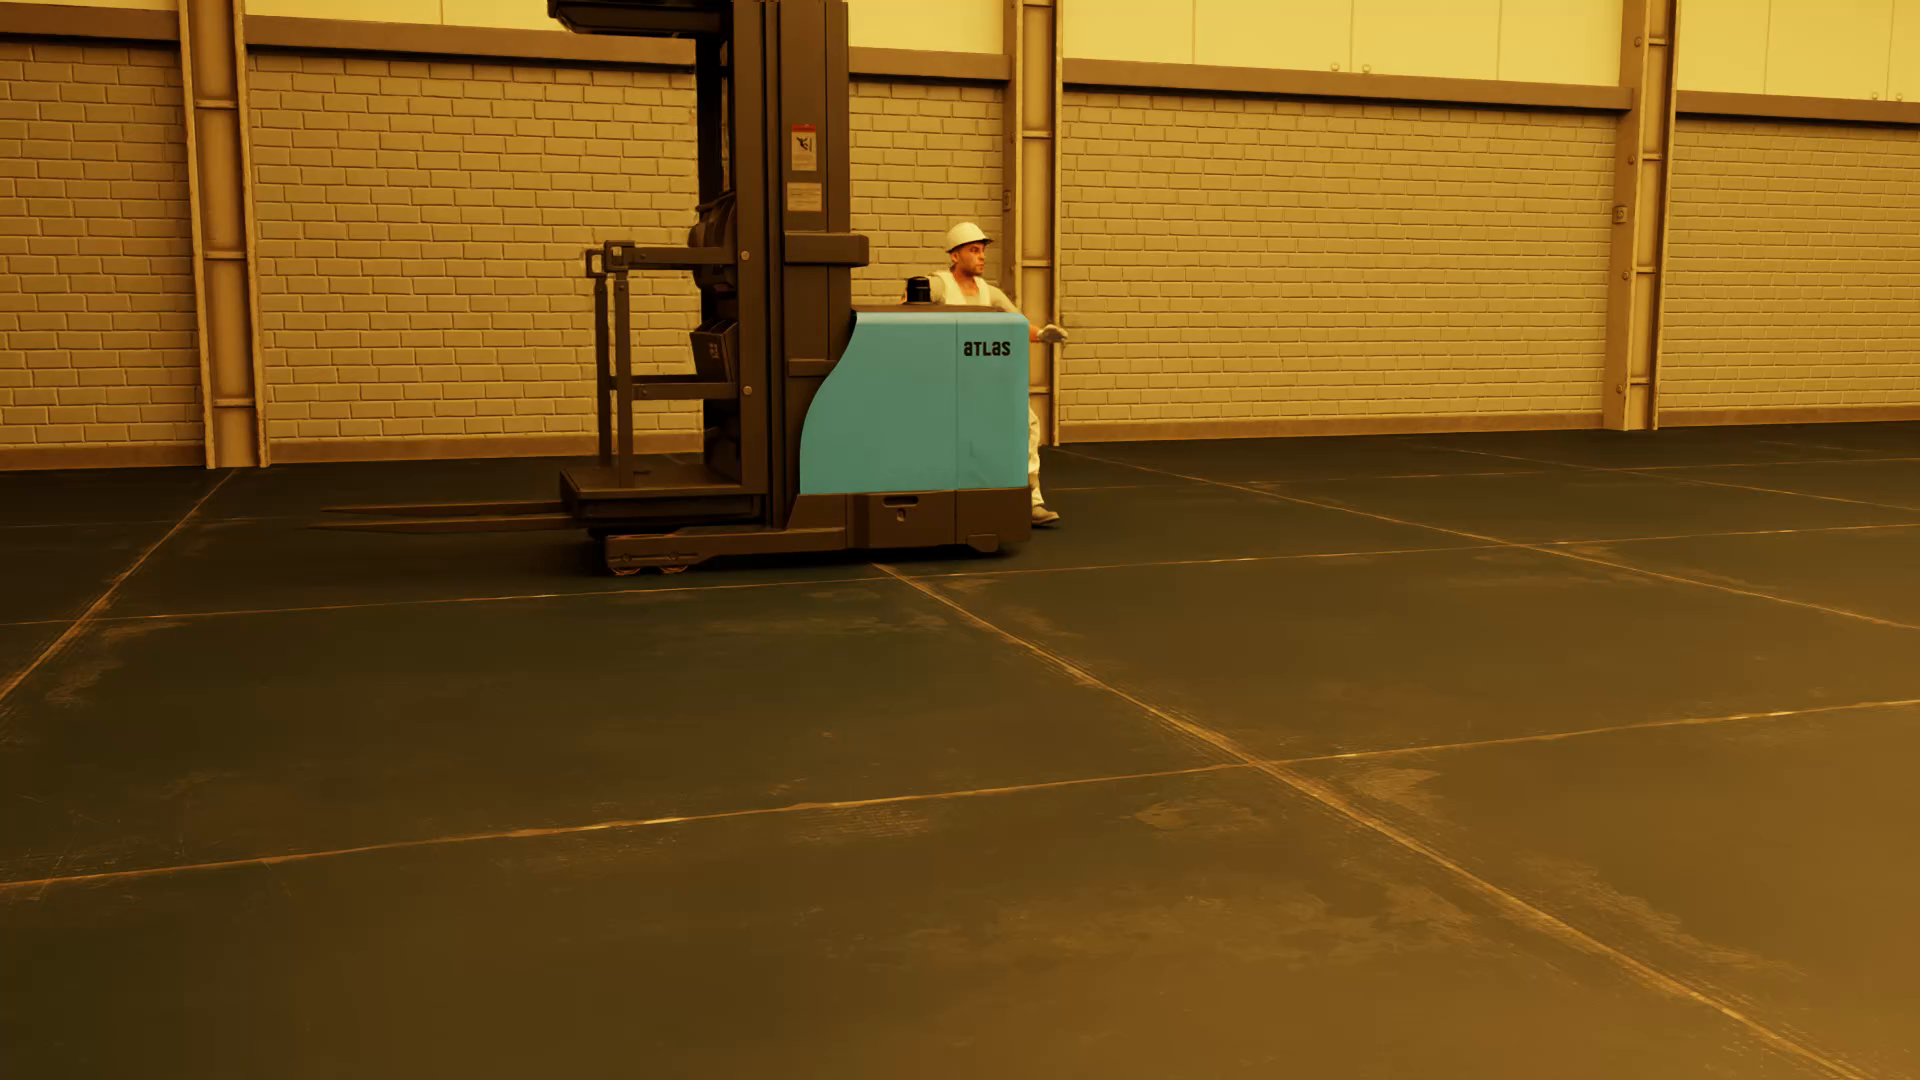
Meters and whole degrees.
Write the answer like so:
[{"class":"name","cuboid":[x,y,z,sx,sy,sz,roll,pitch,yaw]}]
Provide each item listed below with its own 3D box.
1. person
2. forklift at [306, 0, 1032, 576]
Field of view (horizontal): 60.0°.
[{"class":"person","cuboid":[0.168,-0.852,8.491,0.871,1.540,0.902,6,10,37]},{"class":"forklift","cuboid":[-1.258,-1.384,7.225,3.031,2.935,1.130,-2,8,-17]}]
